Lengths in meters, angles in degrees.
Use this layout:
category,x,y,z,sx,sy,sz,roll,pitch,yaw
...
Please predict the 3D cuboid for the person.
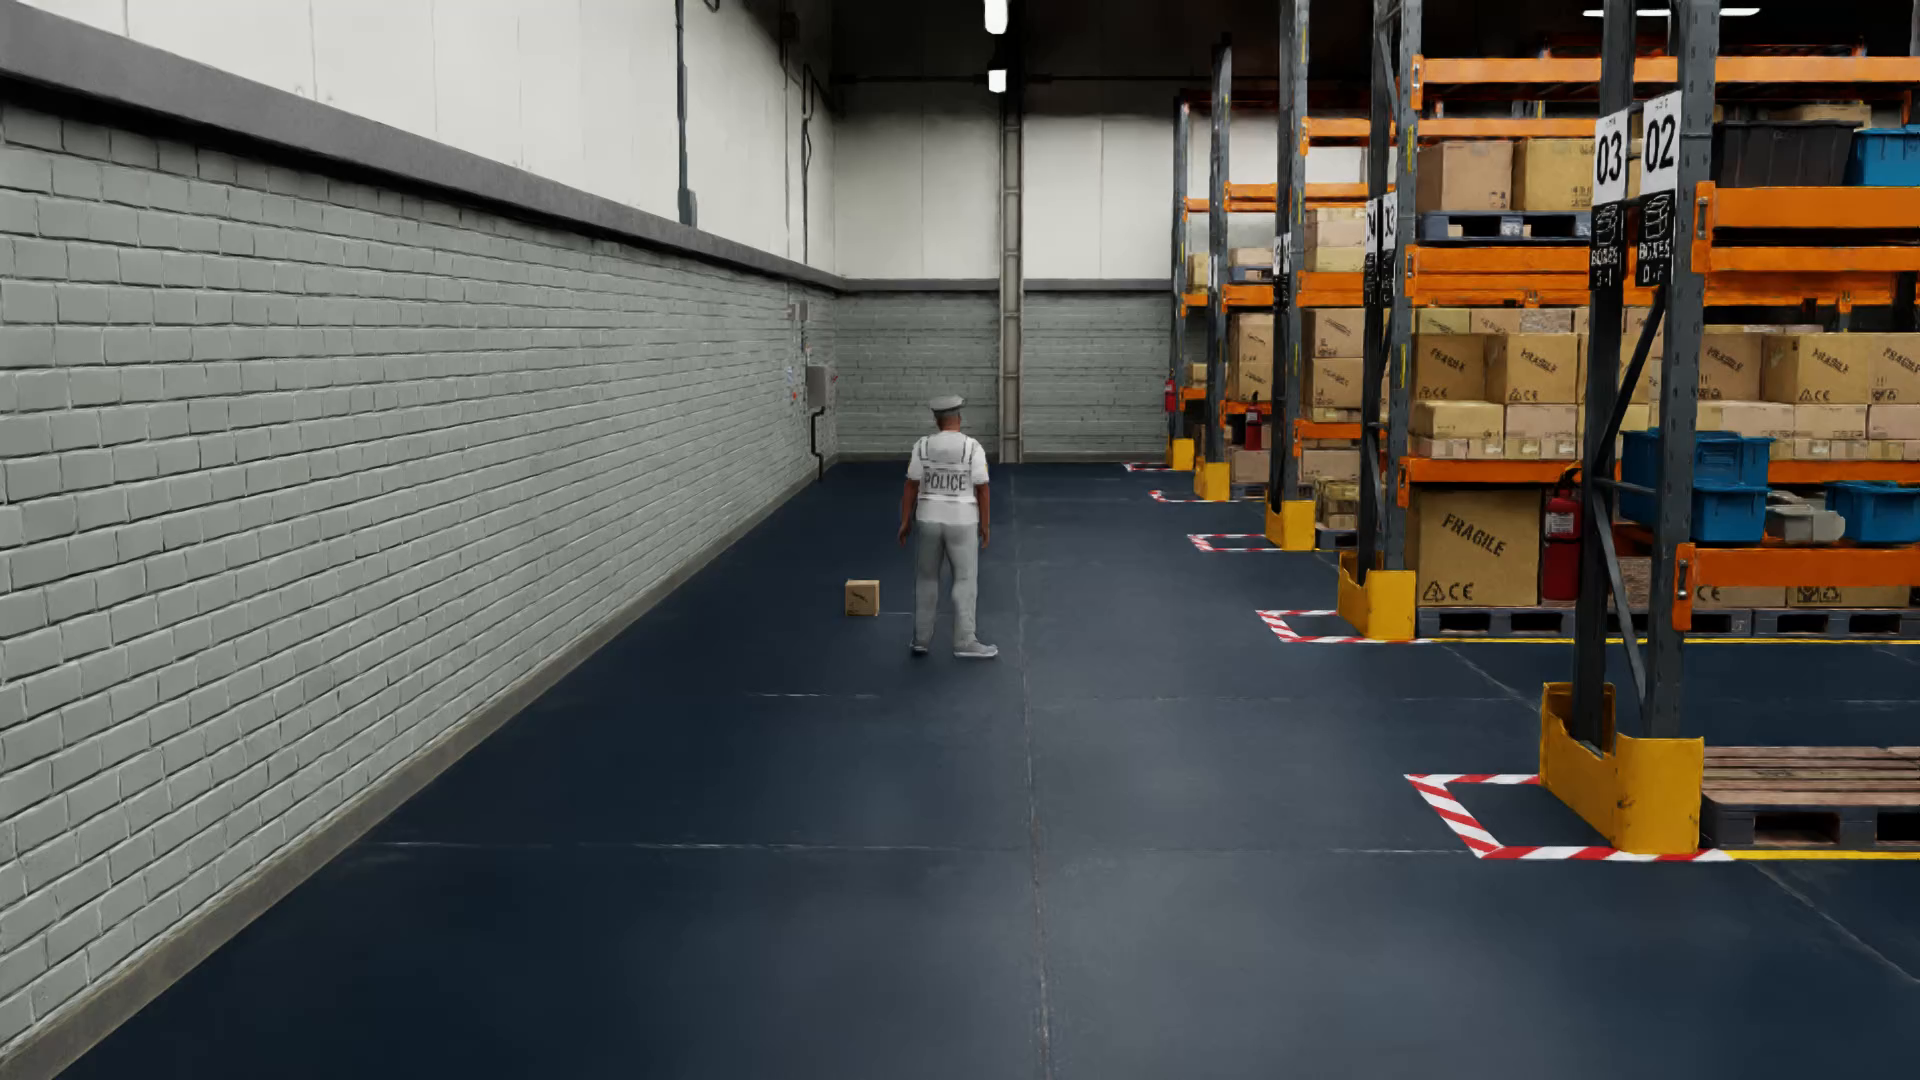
category,x,y,z,sx,sy,sz,roll,pitch,yaw
person,-0.077,-0.100,11.311,0.690,1.770,0.398,2,7,15
